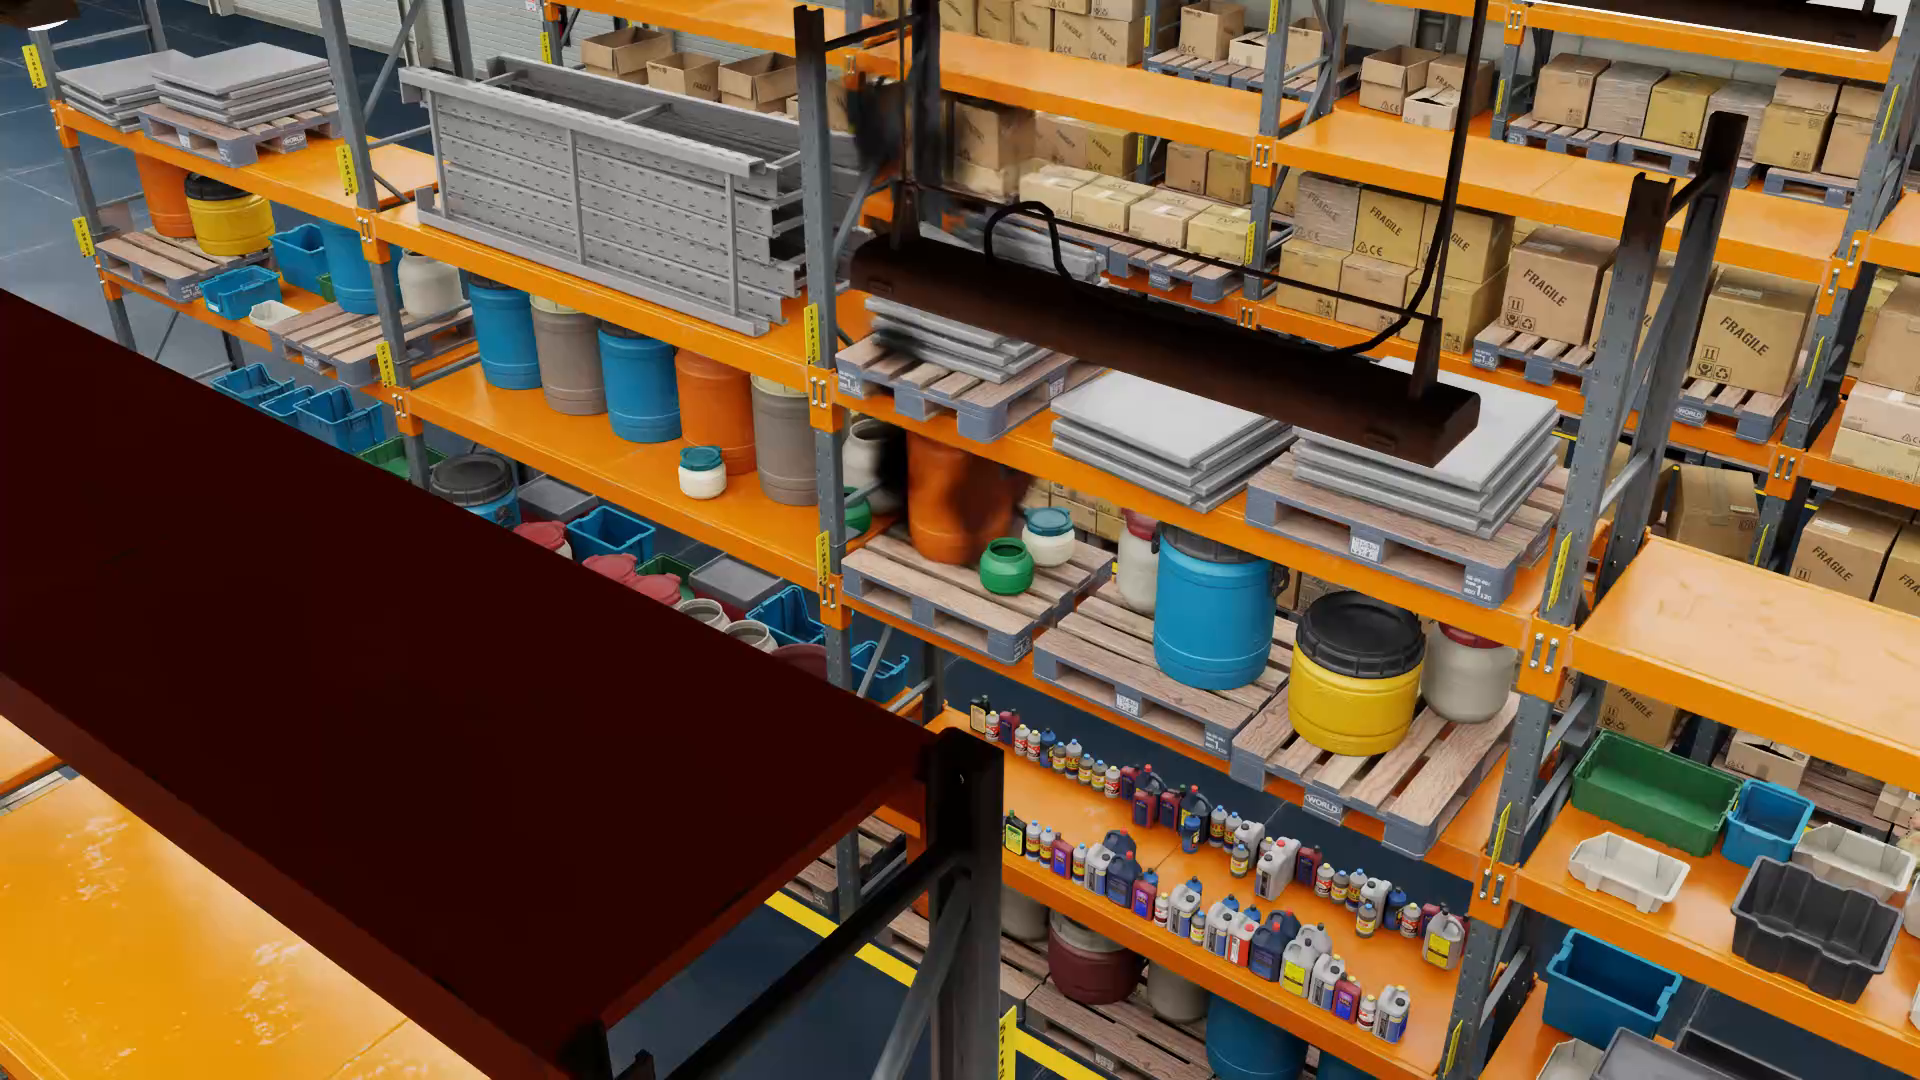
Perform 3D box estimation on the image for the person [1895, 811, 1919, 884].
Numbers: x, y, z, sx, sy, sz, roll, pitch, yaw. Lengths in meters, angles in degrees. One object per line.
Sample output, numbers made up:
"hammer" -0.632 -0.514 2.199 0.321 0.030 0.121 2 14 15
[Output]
"person" 5.782 2.239 10.071 0.718 1.640 0.584 13 34 21
